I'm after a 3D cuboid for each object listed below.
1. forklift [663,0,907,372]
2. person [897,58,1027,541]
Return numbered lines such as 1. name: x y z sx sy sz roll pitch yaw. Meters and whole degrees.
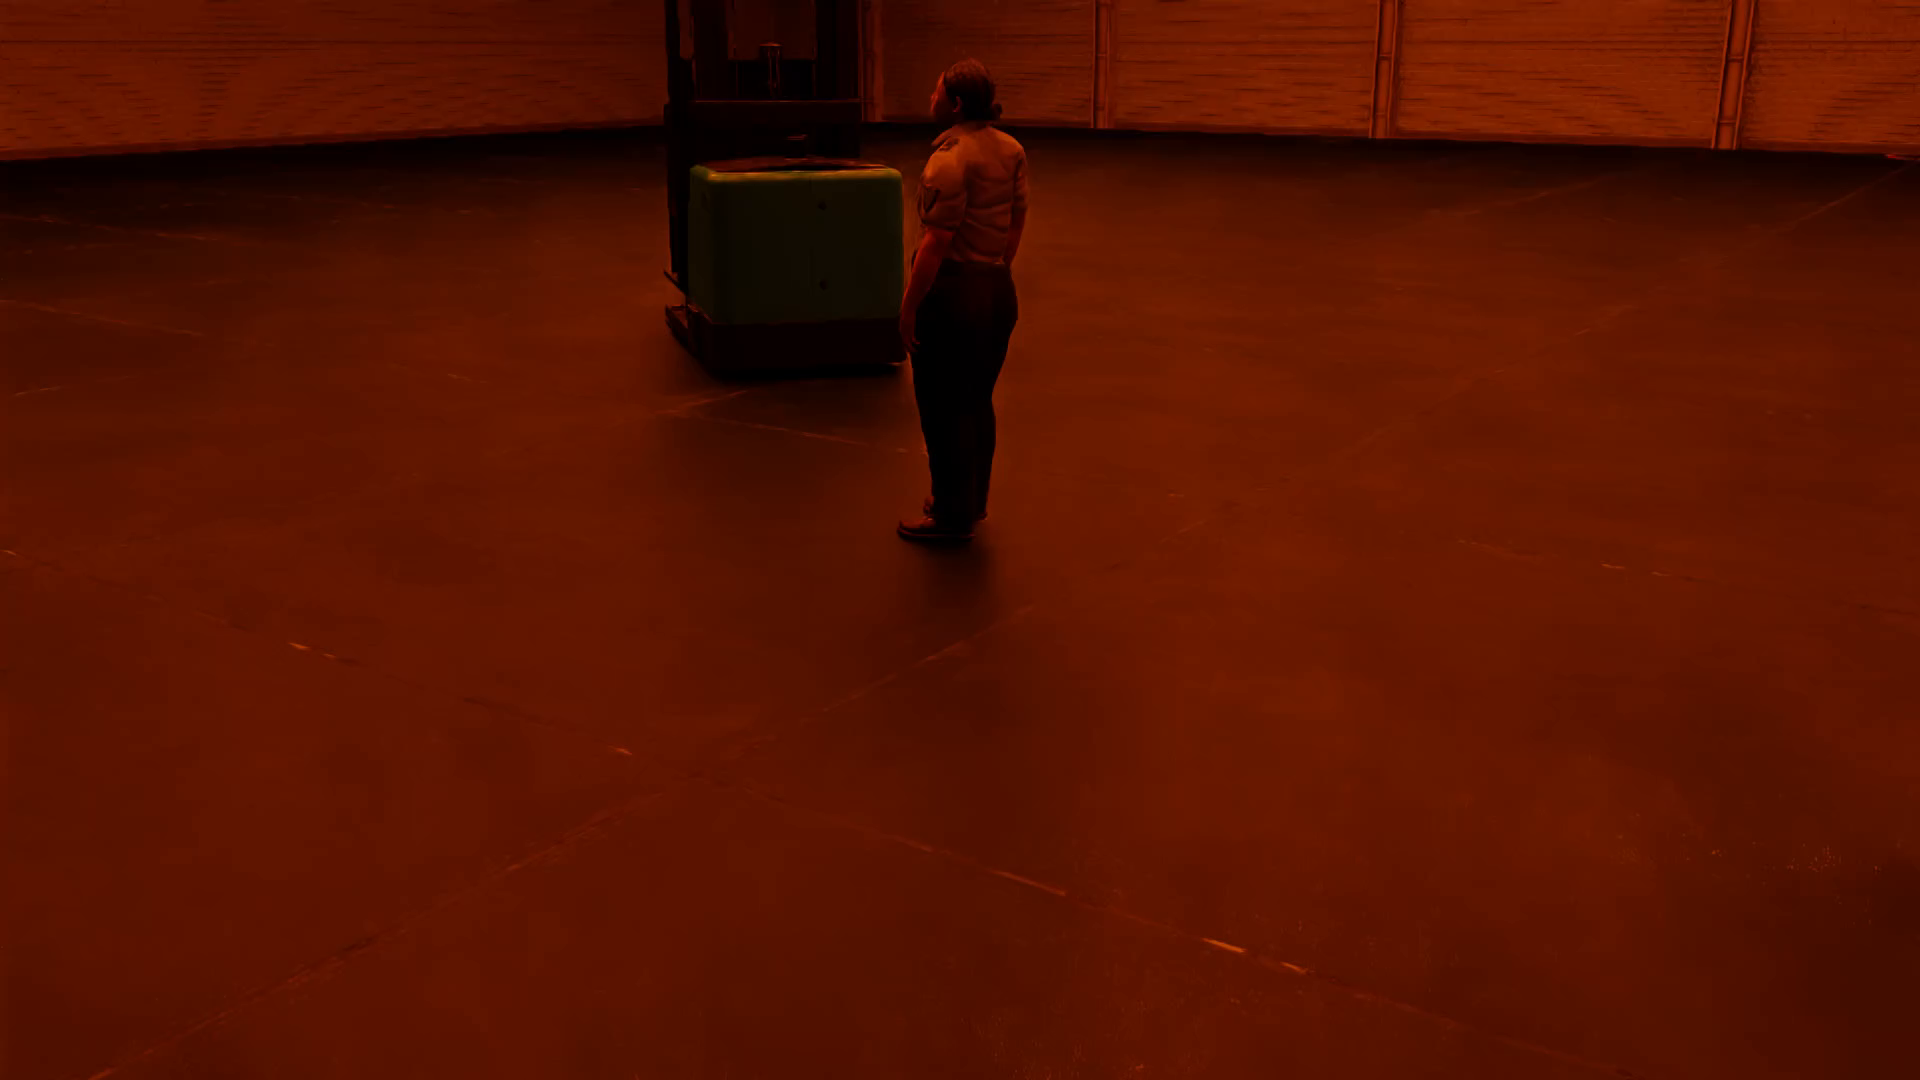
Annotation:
1. forklift: -1.196 -2.672 9.768 1.130 2.935 3.031 -5 17 -16
2. person: -0.061 -0.816 5.777 0.502 1.650 0.599 11 20 33
